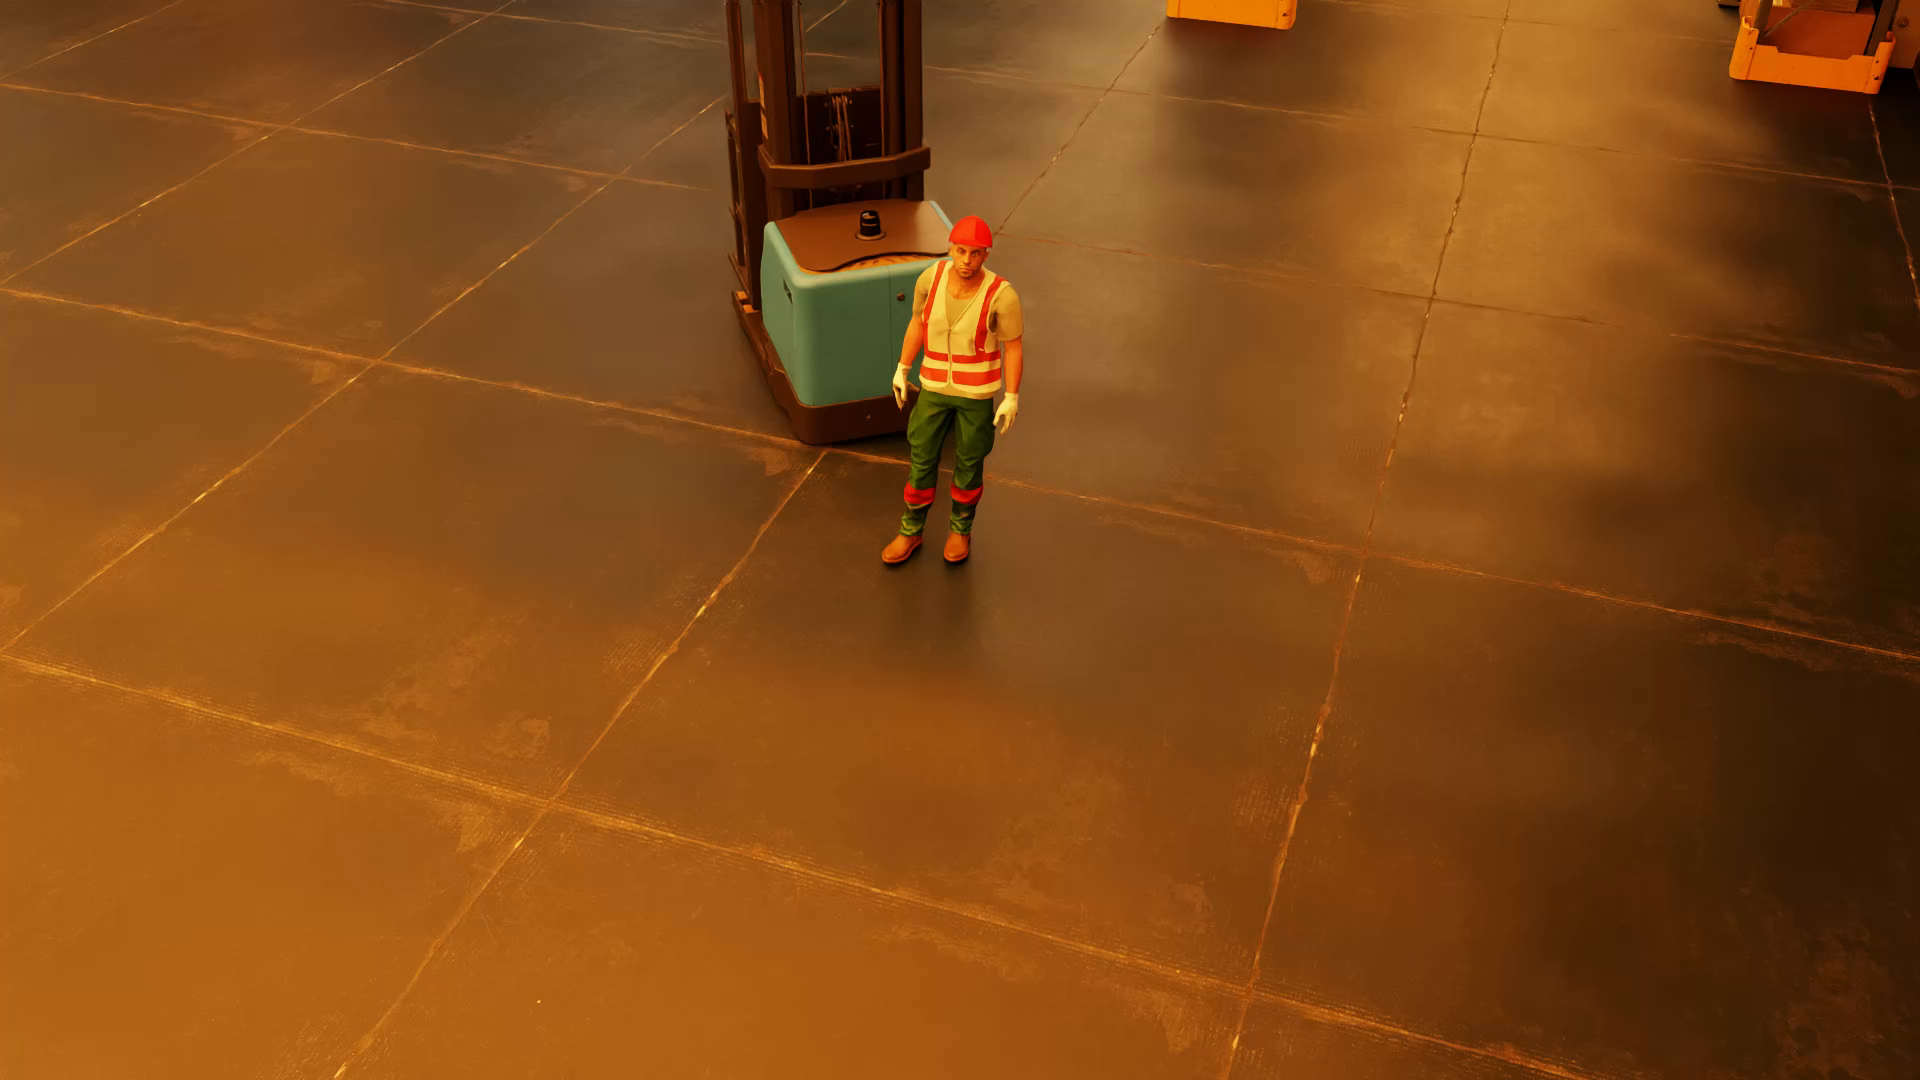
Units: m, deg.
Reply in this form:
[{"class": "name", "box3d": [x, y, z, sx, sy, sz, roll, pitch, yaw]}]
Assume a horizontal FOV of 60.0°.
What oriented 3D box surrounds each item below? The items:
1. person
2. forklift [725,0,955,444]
[{"class": "person", "box3d": [-0.039, -0.695, 8.065, 0.638, 1.788, 0.563, 12, 37, 16]}, {"class": "forklift", "box3d": [-0.825, -2.580, 9.749, 1.130, 2.935, 3.031, -10, 37, -14]}]
